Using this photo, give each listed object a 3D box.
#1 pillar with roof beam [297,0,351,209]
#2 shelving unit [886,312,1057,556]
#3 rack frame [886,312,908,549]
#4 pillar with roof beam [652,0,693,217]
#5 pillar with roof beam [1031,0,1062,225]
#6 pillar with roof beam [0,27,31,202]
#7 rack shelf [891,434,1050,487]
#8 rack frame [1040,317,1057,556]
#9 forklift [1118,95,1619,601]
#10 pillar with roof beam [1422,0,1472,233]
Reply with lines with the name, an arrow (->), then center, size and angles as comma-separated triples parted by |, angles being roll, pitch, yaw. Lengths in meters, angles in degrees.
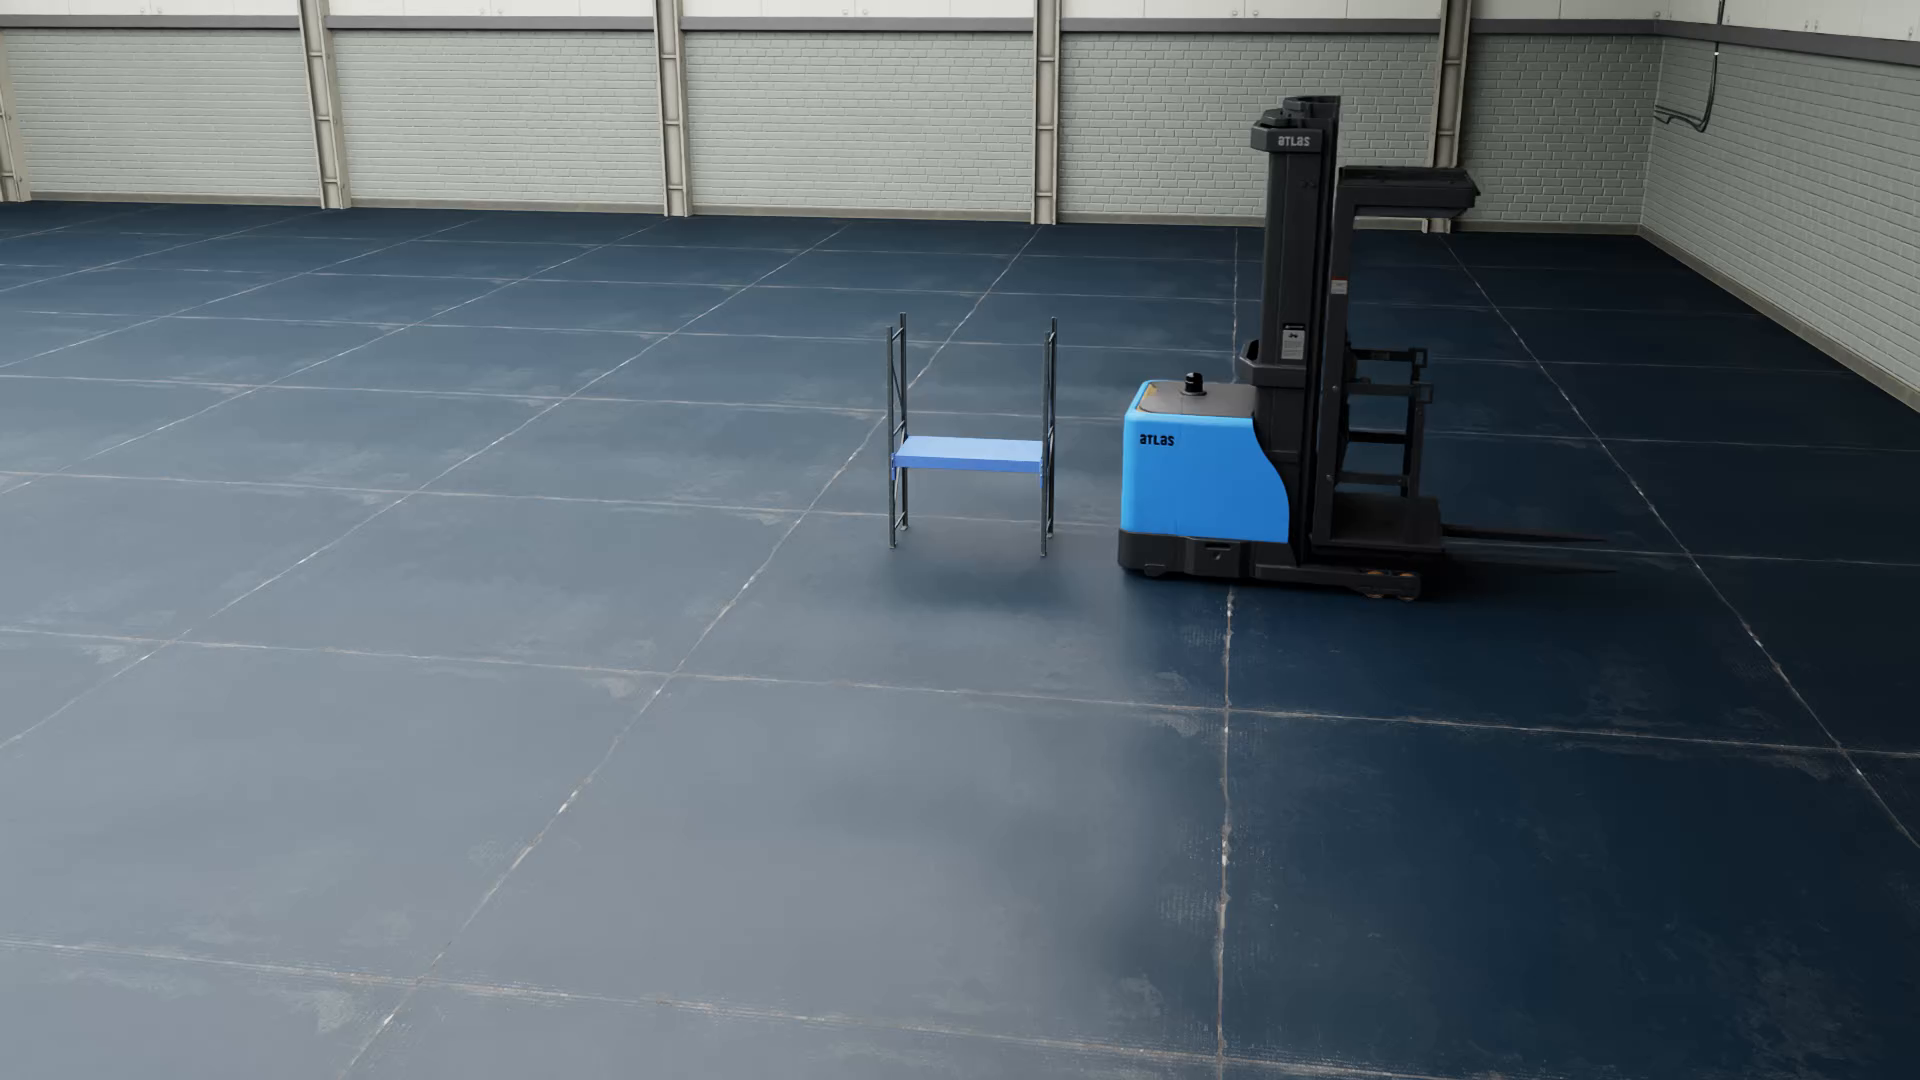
pillar with roof beam -> -11.199, -8.528, 22.610 | 0.400, 9.000, 9.100 | 3, 19, 9
shelving unit -> 0.084, -0.707, 11.052 | 1.048, 1.500, 0.538 | 3, 19, 9
rack frame -> -0.418, -0.733, 11.129 | 0.032, 1.500, 0.500 | 3, 19, 9
pillar with roof beam -> -5.275, -8.226, 21.707 | 0.400, 9.000, 9.100 | 3, 19, 9
pillar with roof beam -> 0.649, -7.924, 20.805 | 0.400, 9.000, 9.100 | 3, 19, 9
pillar with roof beam -> -17.123, -8.830, 23.512 | 0.400, 9.000, 9.100 | 3, 19, 9
rack shelf -> 0.084, -0.536, 11.109 | 1.000, 0.185, 0.538 | 3, 19, 9
rack frame -> 0.586, -0.681, 10.976 | 0.032, 1.500, 0.500 | 3, 19, 9
forklift -> 2.580, -1.203, 10.278 | 3.031, 2.935, 1.130 | 4, 19, 12
pillar with roof beam -> 6.573, -7.623, 19.902 | 0.400, 9.000, 9.100 | 3, 19, 9
